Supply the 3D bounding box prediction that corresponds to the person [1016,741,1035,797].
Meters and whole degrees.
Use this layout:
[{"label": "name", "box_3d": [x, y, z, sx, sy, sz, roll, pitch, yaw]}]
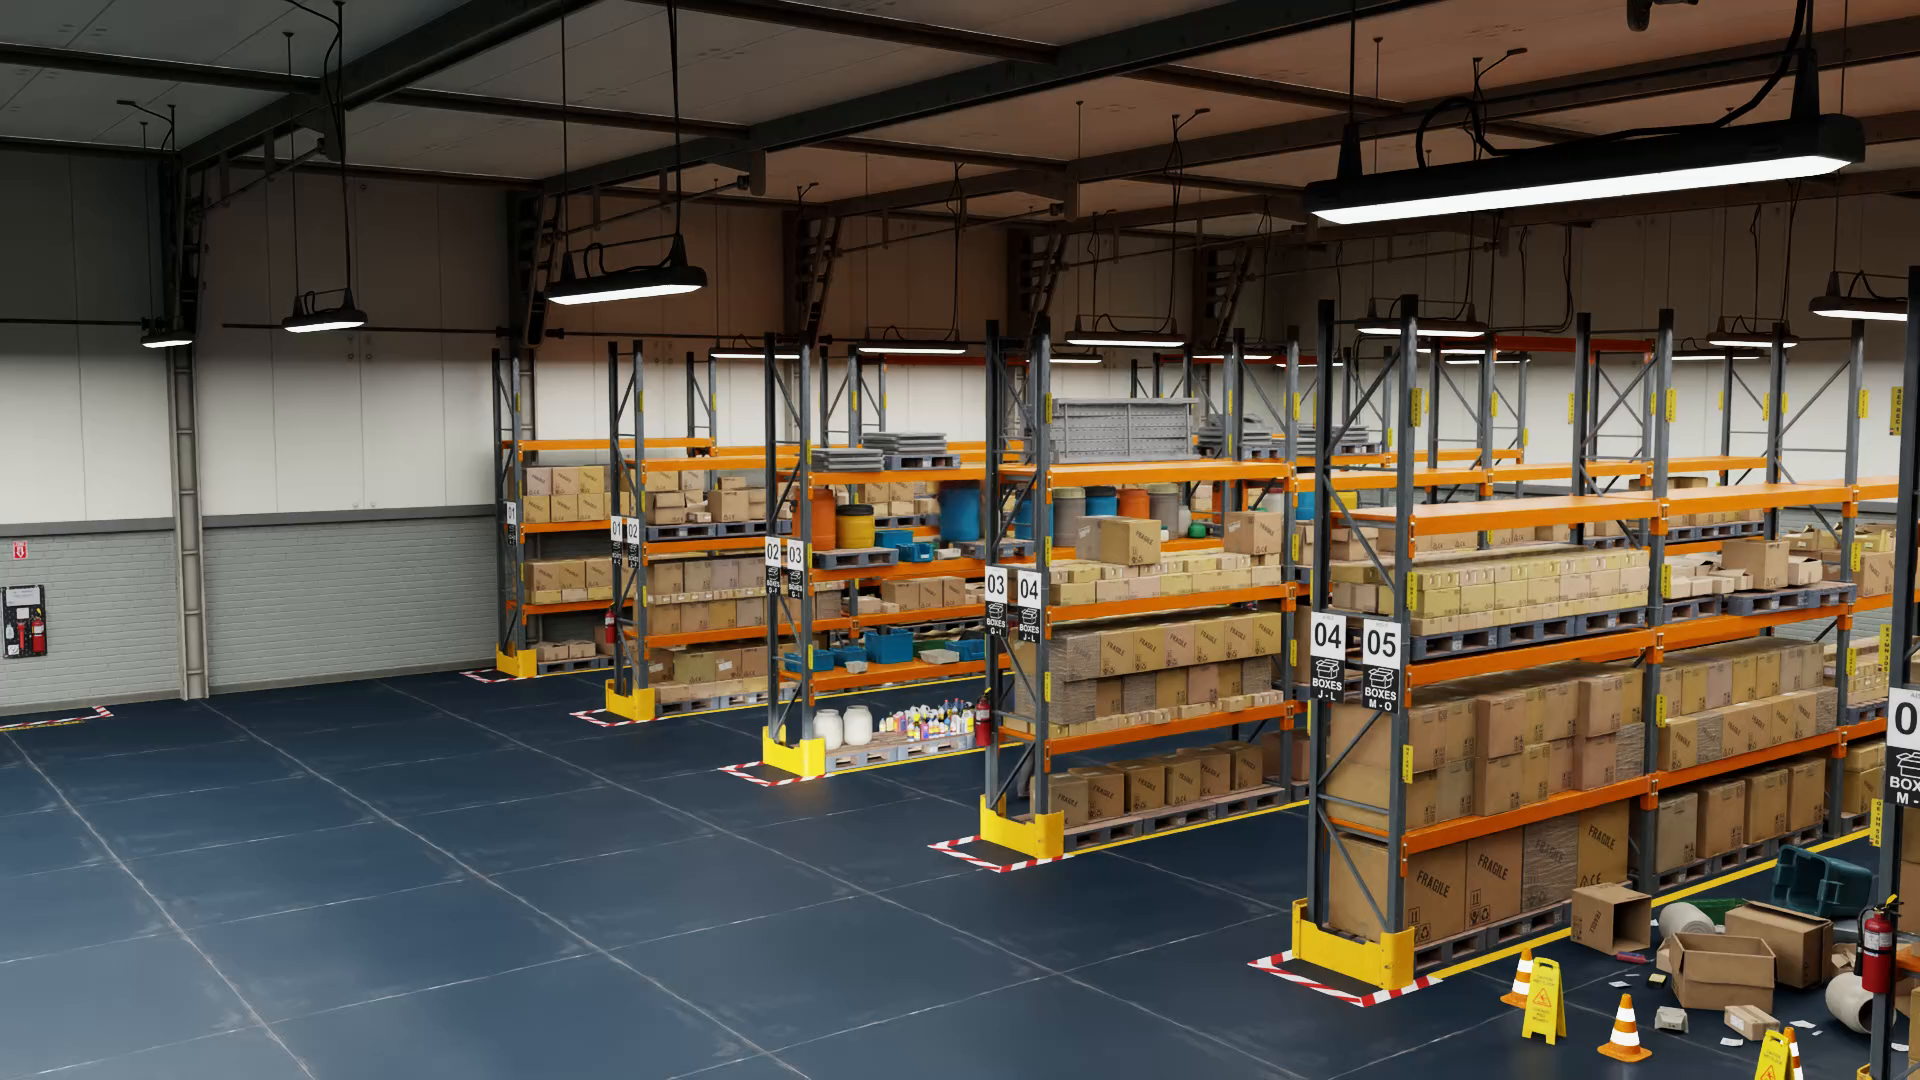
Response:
[{"label": "person", "box_3d": [0.950, 2.497, 21.336, 0.461, 1.699, 0.588, 5, 7, 44]}]
